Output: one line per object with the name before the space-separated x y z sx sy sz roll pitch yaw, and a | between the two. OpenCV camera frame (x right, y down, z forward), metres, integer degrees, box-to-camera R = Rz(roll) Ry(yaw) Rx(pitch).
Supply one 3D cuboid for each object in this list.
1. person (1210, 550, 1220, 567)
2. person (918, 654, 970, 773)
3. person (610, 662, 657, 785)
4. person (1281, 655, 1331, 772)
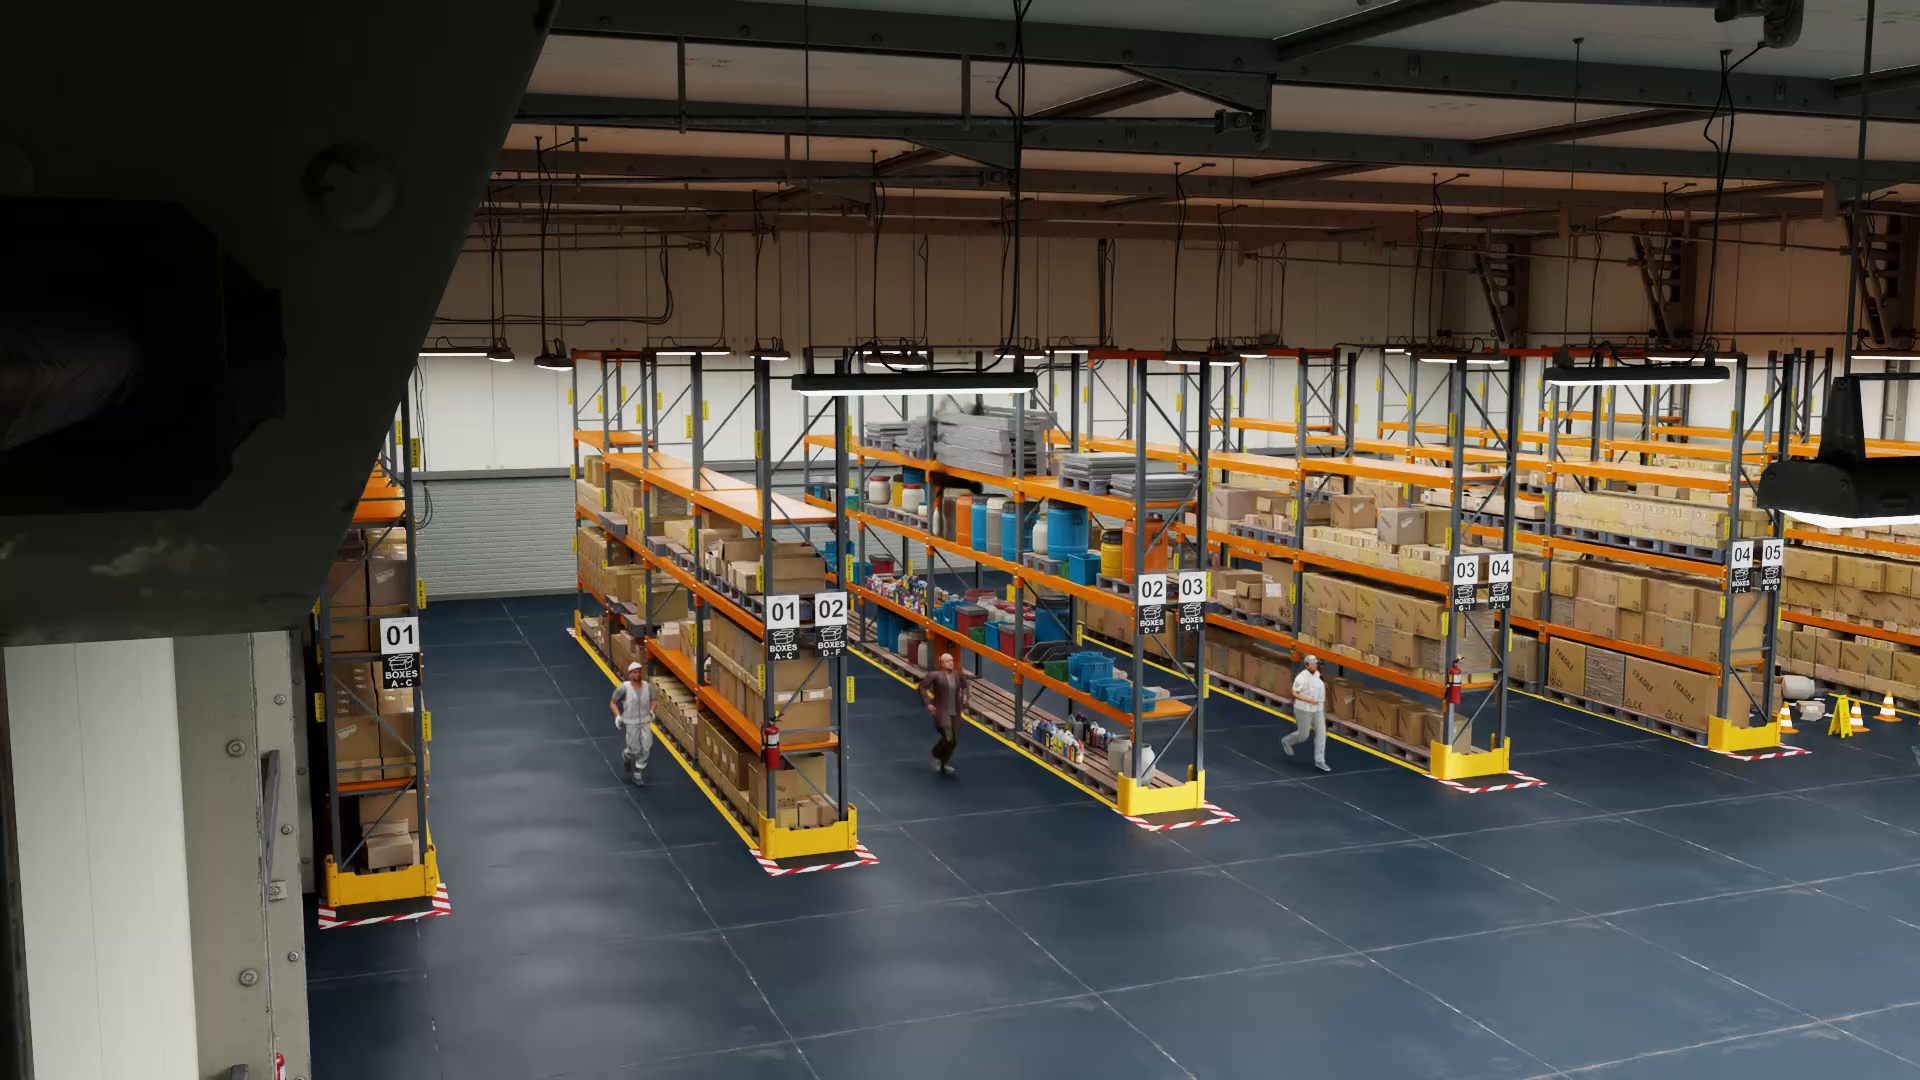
person | 6.413 0.312 41.522 0.912 1.671 0.578 -5 9 -37
person | -0.170 2.497 23.841 0.765 1.752 0.609 -4 8 -30
person | -4.549 2.572 23.385 0.662 1.739 0.598 -4 8 -30
person | 5.091 2.495 24.333 0.614 1.665 0.900 -4 8 -31
